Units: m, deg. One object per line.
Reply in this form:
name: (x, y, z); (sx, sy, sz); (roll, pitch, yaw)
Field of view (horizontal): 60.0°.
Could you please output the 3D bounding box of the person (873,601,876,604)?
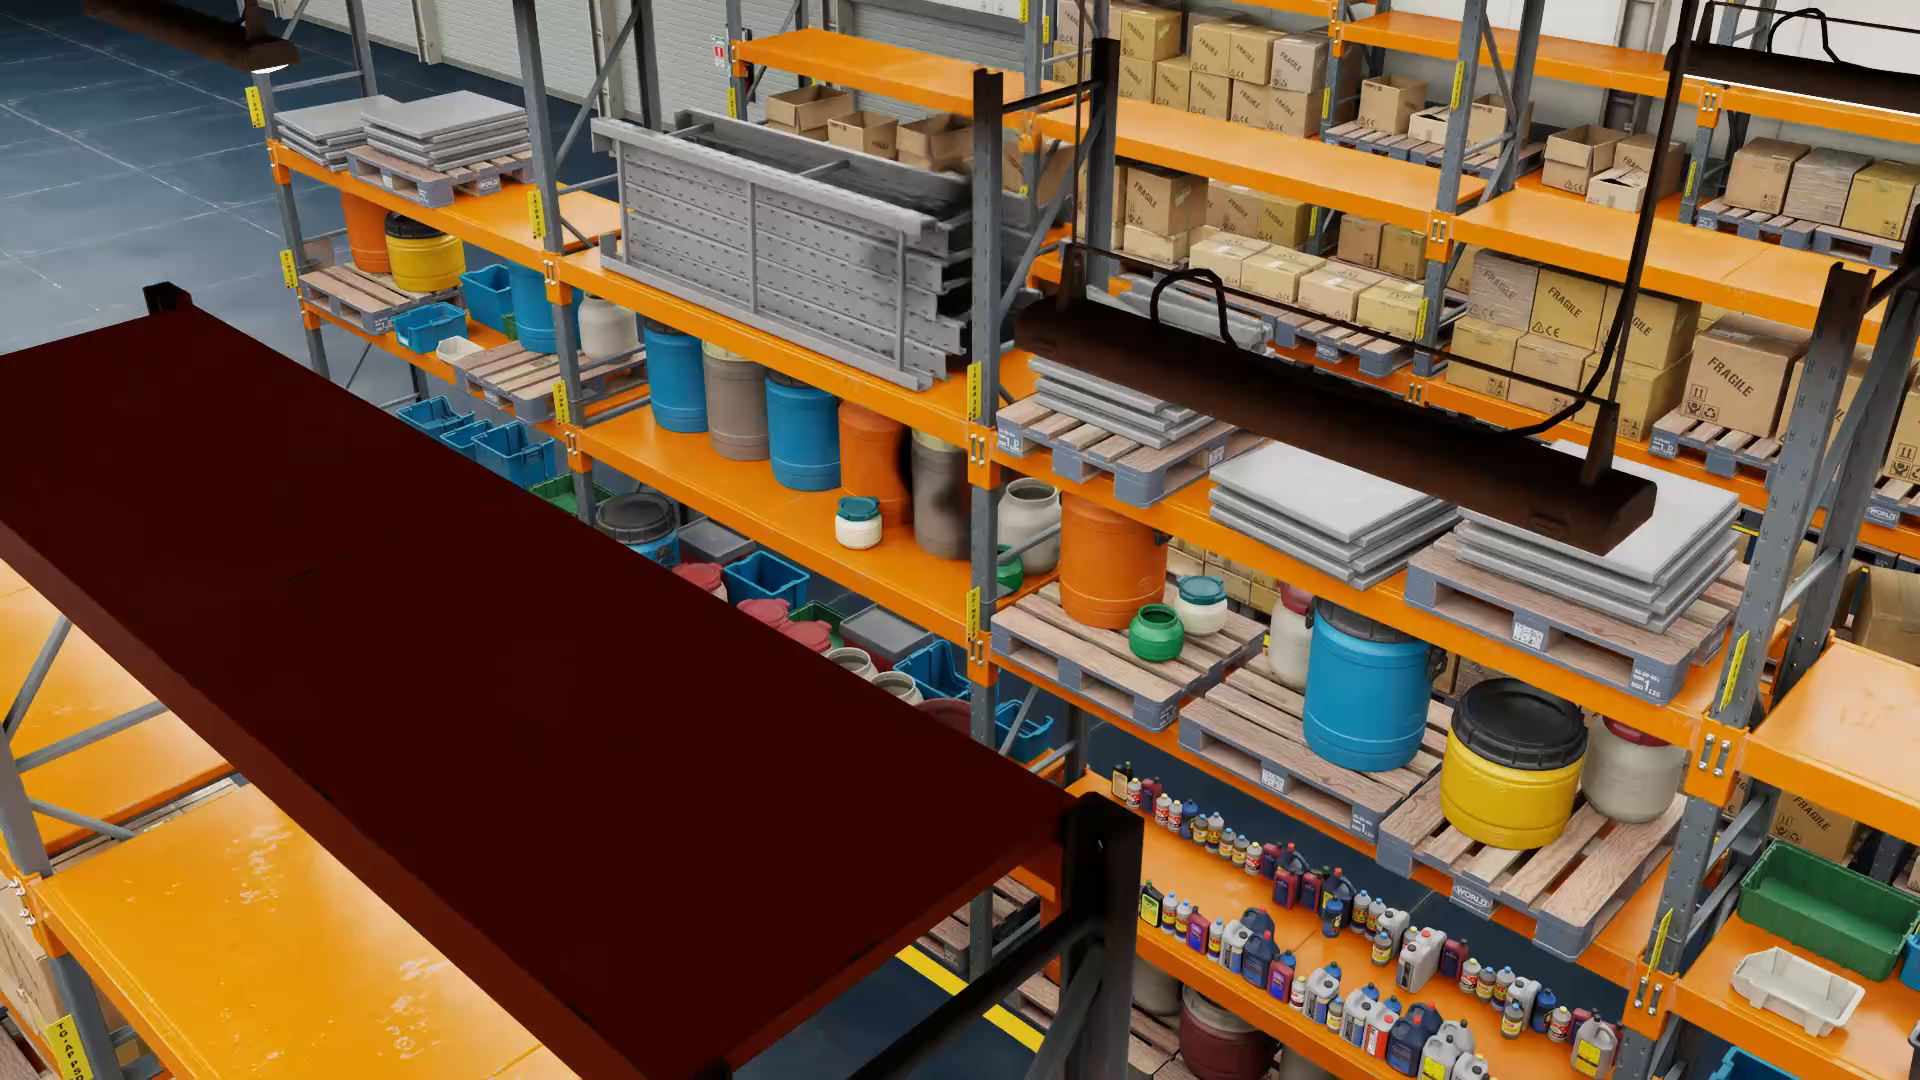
person: (-0.612, 0.253, 13.445); (0.681, 1.845, 0.685); (19, 35, 30)
